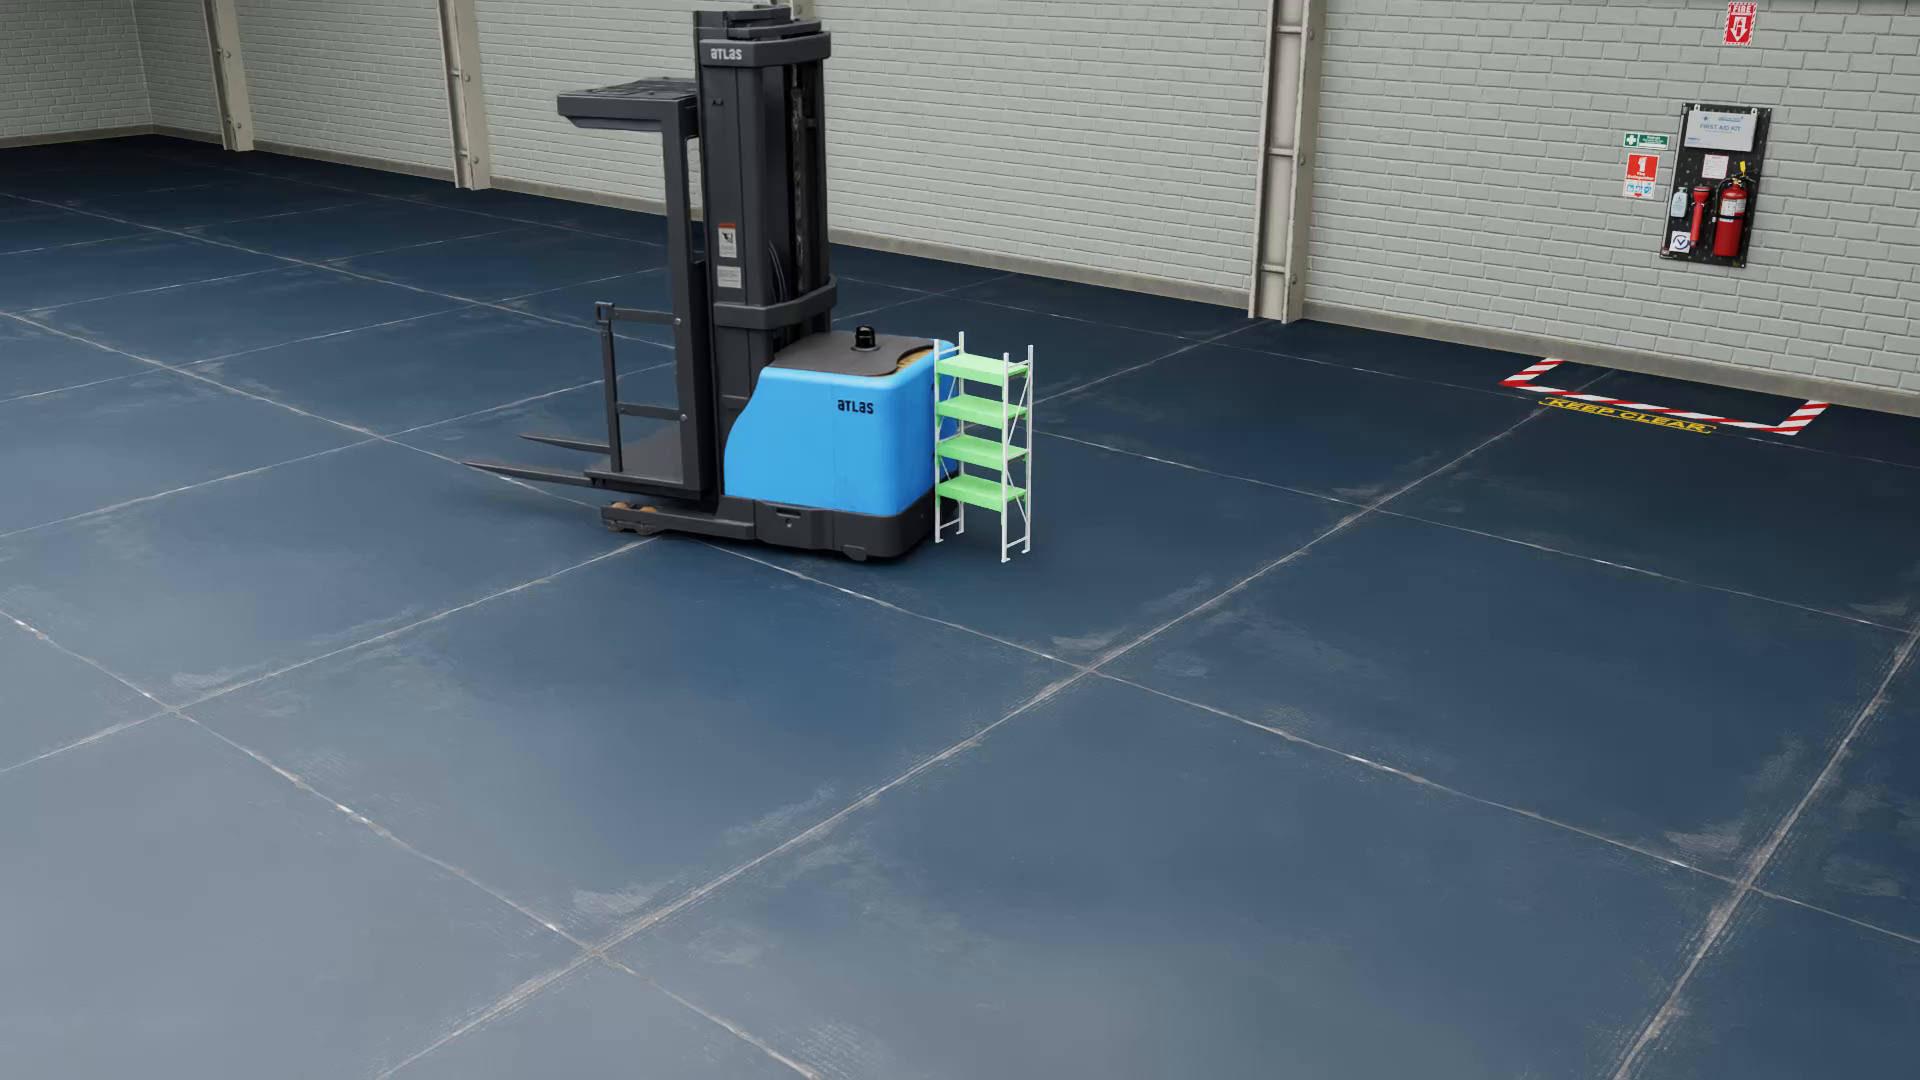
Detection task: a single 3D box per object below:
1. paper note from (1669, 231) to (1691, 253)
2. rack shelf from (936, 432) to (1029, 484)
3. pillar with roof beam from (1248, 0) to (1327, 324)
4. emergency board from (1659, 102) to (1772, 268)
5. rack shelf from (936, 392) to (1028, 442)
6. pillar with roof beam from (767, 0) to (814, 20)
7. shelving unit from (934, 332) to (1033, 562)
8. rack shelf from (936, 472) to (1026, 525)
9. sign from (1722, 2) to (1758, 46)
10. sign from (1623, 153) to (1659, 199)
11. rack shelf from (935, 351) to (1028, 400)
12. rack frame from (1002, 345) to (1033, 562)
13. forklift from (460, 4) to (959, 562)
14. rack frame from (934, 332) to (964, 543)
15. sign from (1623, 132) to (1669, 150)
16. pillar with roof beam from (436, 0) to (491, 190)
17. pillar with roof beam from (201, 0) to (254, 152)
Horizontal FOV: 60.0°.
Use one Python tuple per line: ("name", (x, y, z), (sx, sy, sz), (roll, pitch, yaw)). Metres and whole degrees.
("paper note", (5.508, -2.279, 12.708), (0.142, 0.148, 0.016), (16, 26, 36))
("rack shelf", (0.128, -0.465, 9.381), (0.480, 0.148, 0.258), (16, 26, 36))
("pillar with roof beam", (0.121, -5.040, 10.279), (0.400, 9.000, 9.100), (16, 26, 36))
("emergency board", (5.601, -2.633, 12.398), (0.643, 1.169, 0.194), (16, 26, 36))
("rack shelf", (0.128, -0.689, 9.296), (0.480, 0.148, 0.258), (16, 26, 36))
("pillar with roof beam", (-4.527, -6.378, 13.829), (0.400, 9.000, 9.100), (16, 26, 36))
("shelving unit", (0.128, -0.524, 9.359), (0.503, 1.200, 0.258), (16, 26, 36))
("rack shelf", (0.128, -0.240, 9.466), (0.480, 0.148, 0.258), (16, 26, 36))
("sign", (5.658, -3.746, 12.066), (0.199, 0.298, 0.001), (16, 26, 36))
("sign", (5.238, -2.801, 12.794), (0.234, 0.329, 0.001), (16, 26, 36))
("rack shelf", (0.128, -0.914, 9.212), (0.480, 0.148, 0.258), (16, 26, 36))
("rack frame", (0.317, -0.470, 9.214), (0.015, 1.200, 0.240), (16, 26, 36))
("forklift", (-1.574, -1.562, 9.657), (3.031, 2.935, 1.130), (8, 22, 20))
("rack frame", (-0.061, -0.579, 9.503), (0.015, 1.200, 0.240), (16, 26, 36))
("sign", (5.236, -3.045, 12.691), (0.331, 0.109, 0.001), (16, 26, 36))
("pillar with roof beam", (-9.175, -7.717, 17.378), (0.400, 9.000, 9.100), (16, 26, 36))
("pillar with roof beam", (-13.824, -9.055, 20.928), (0.400, 9.000, 9.100), (16, 26, 36))
